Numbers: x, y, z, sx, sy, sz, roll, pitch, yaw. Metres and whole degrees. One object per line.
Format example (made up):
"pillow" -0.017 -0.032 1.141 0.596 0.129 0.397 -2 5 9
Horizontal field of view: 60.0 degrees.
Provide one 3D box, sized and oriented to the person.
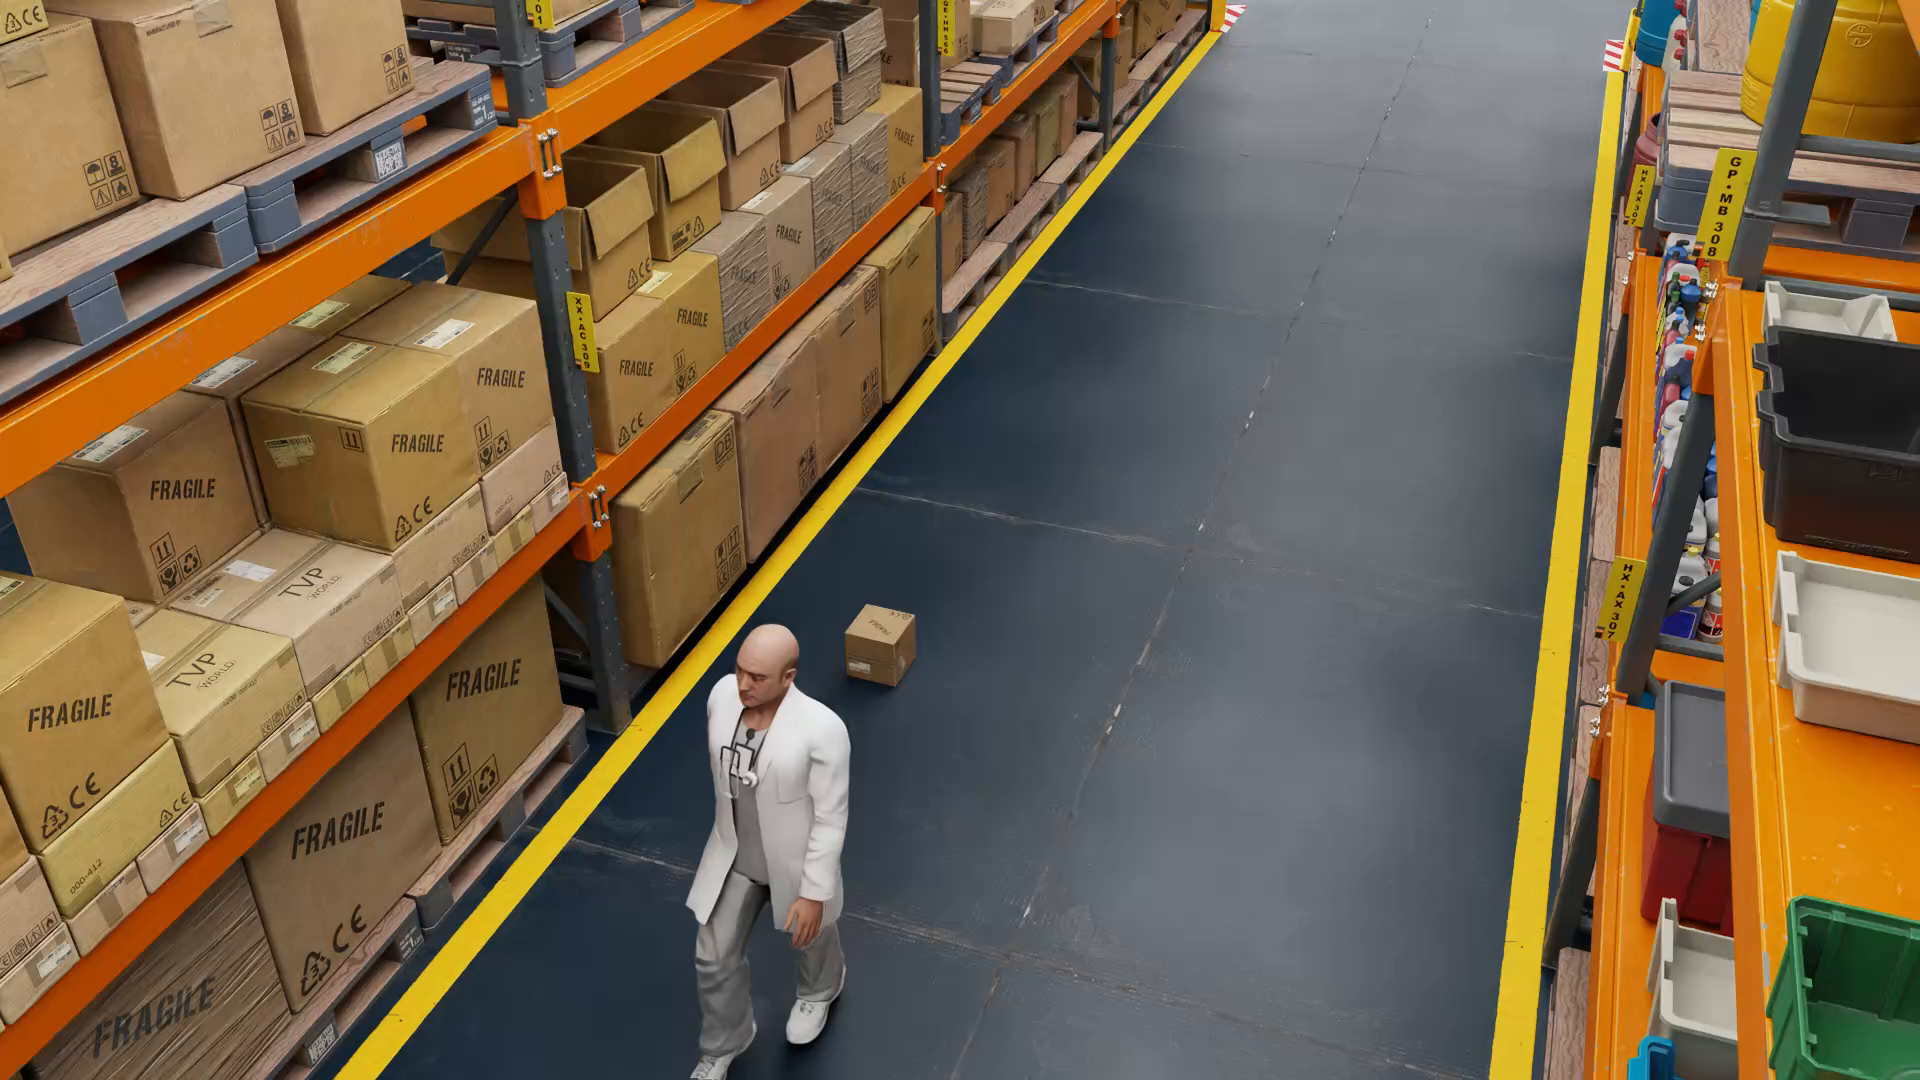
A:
"person" -0.629 1.088 5.486 0.587 1.832 0.719 14 35 21
